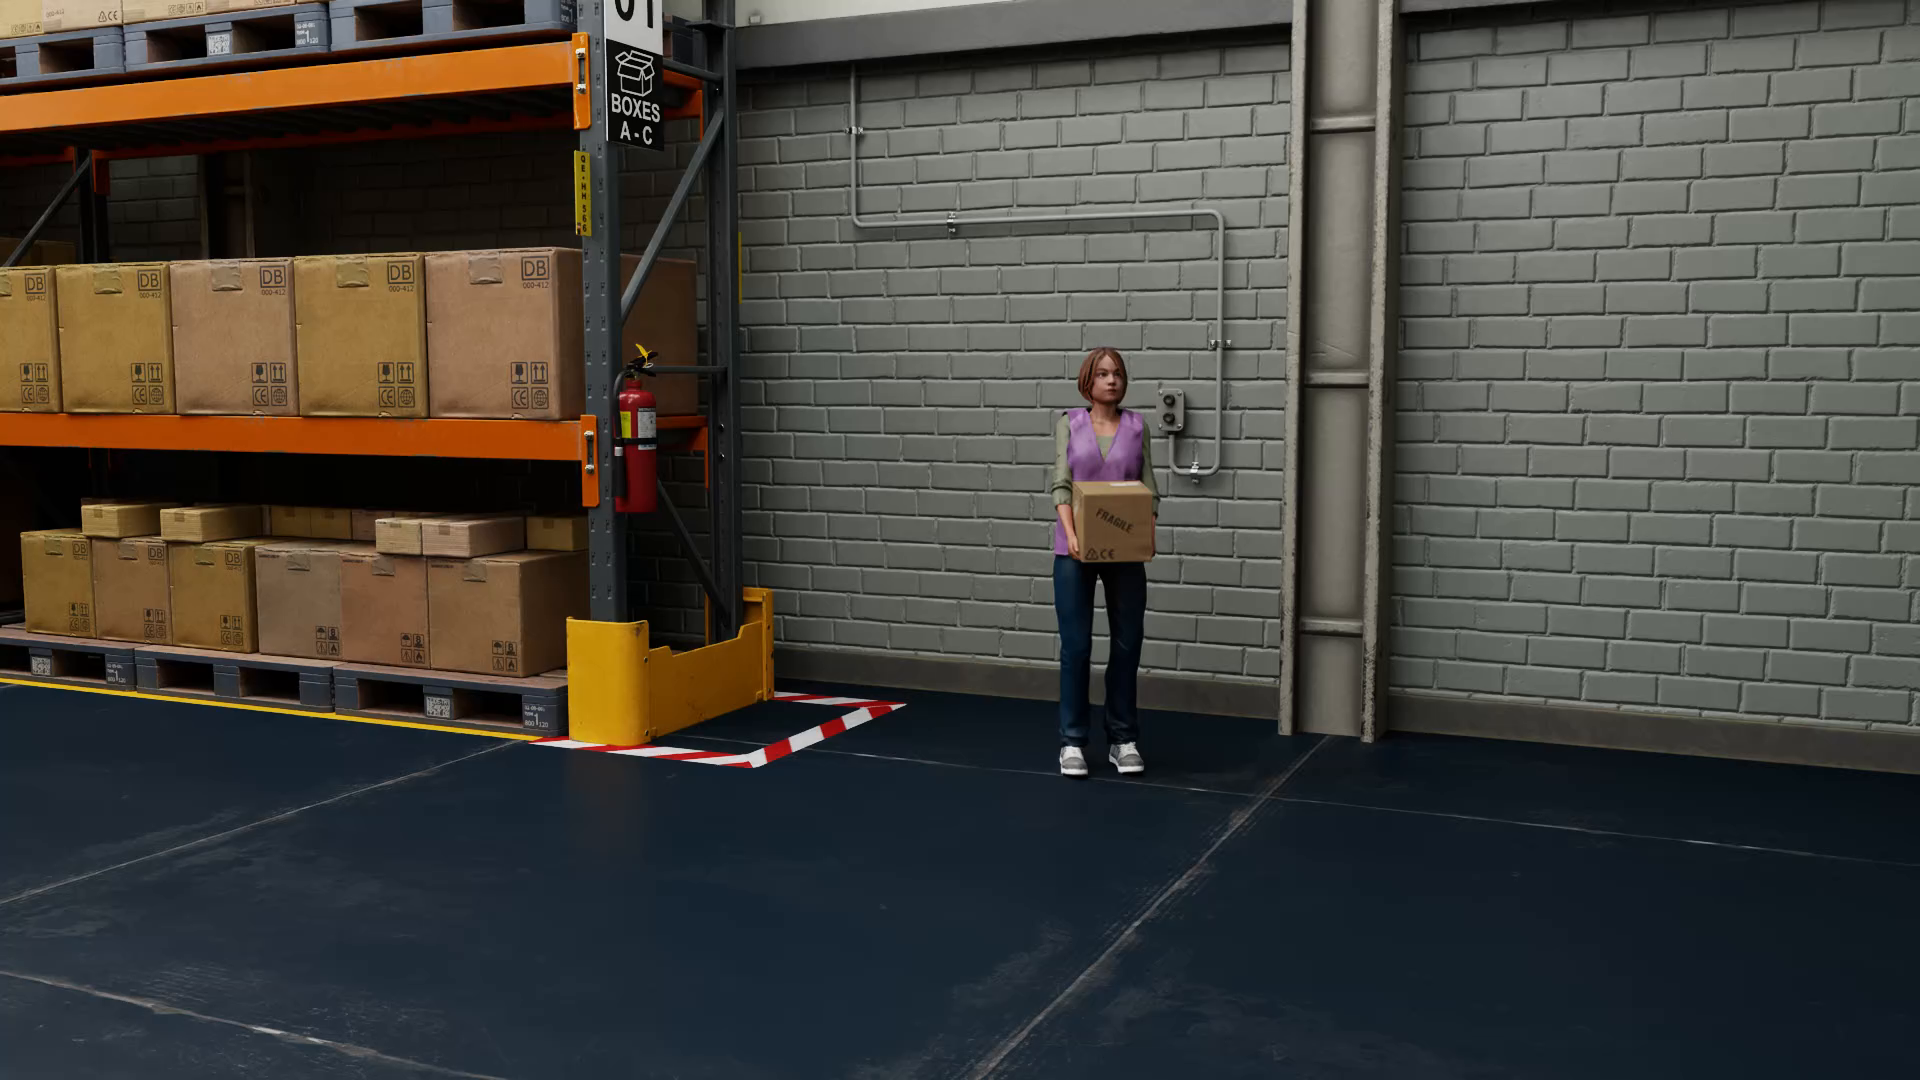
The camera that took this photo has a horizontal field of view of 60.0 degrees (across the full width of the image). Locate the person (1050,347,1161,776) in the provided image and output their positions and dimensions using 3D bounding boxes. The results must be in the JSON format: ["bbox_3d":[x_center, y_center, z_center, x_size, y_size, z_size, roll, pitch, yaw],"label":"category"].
[{"bbox_3d":[0.540,0.092,6.180,0.412,1.570,0.488,0,6,-5],"label":"person"}]
